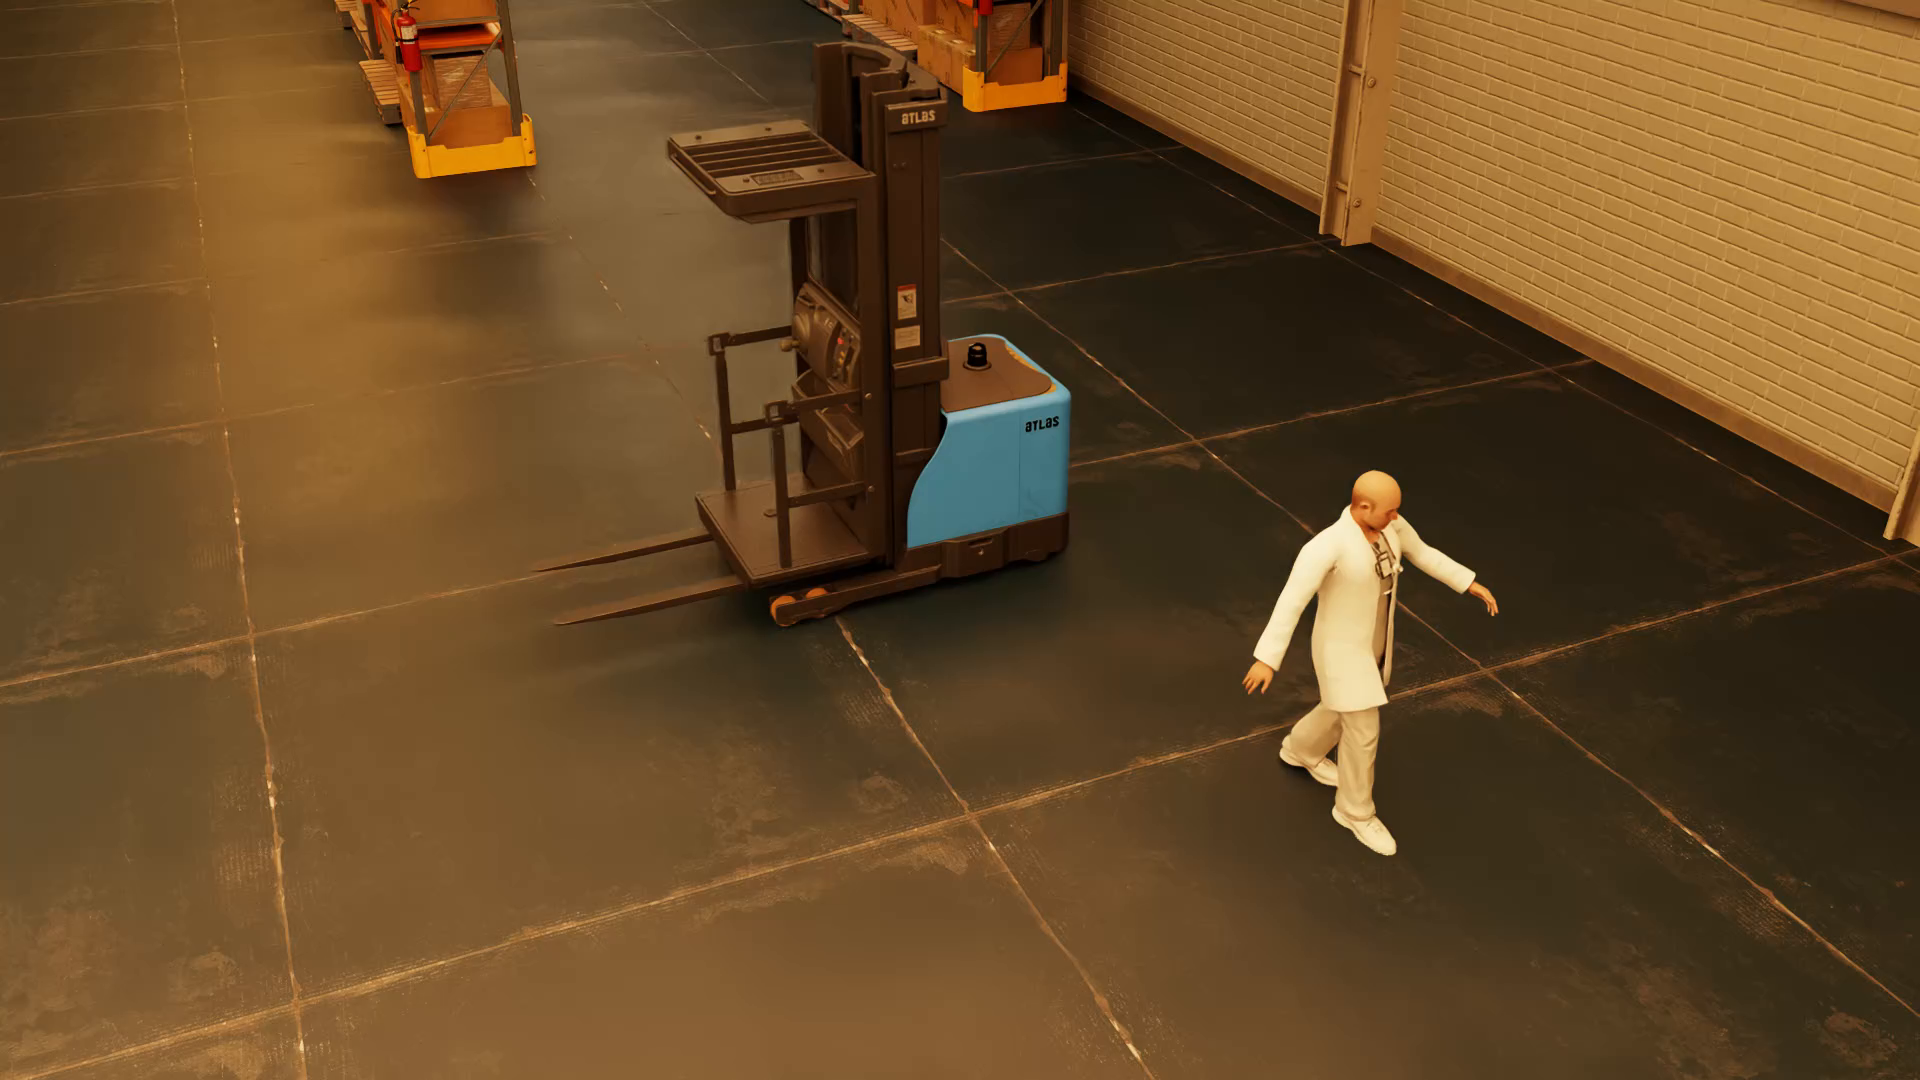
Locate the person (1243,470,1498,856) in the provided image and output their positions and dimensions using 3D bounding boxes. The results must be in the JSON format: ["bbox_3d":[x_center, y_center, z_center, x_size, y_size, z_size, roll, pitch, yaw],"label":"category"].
[{"bbox_3d":[1.782,0.506,7.447,1.022,1.760,0.814,-26,39,-37],"label":"person"}]

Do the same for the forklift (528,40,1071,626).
[{"bbox_3d":[-0.916,-1.092,9.030,3.031,2.935,1.130,-13,32,-21],"label":"forklift"}]
